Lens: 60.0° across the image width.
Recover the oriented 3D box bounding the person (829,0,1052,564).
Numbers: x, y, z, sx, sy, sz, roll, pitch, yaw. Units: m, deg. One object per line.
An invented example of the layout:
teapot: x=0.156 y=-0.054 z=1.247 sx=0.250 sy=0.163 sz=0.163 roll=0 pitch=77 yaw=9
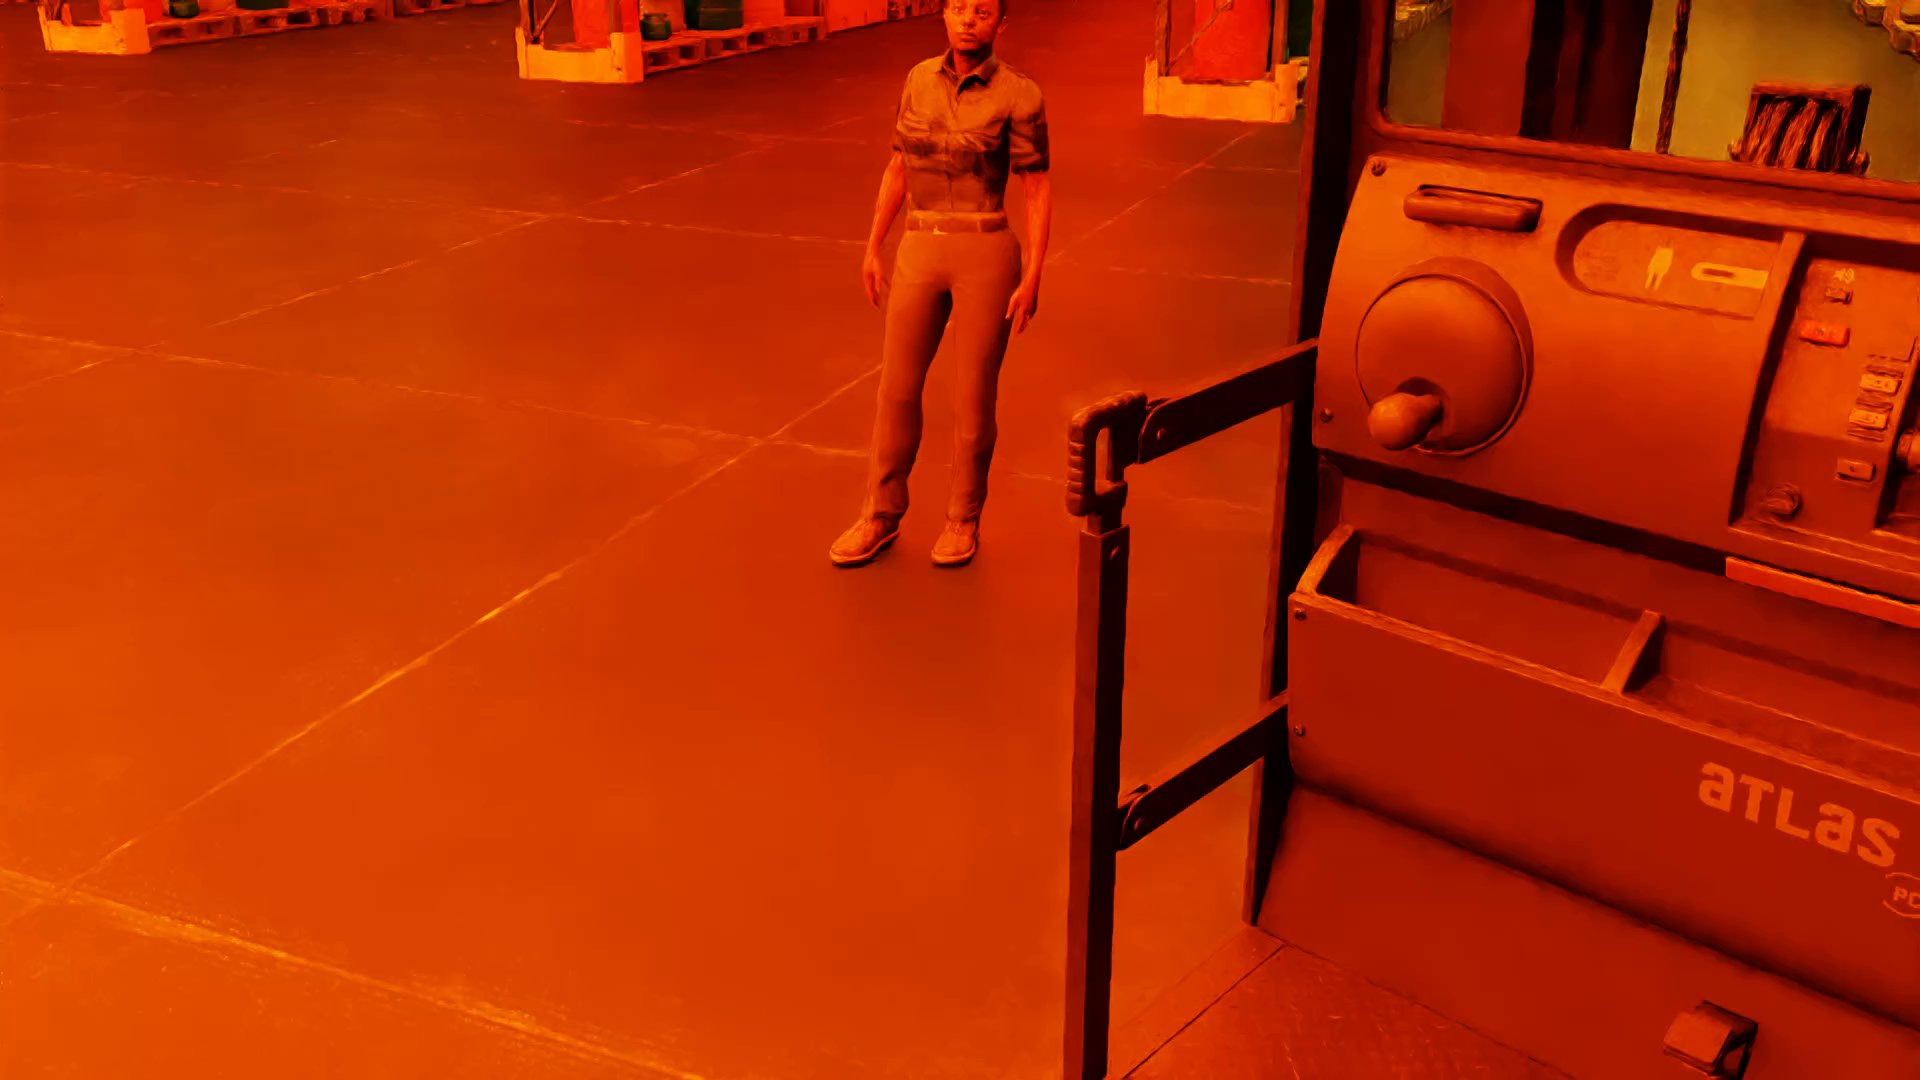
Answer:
person: x=-0.051 y=-0.742 z=4.703 sx=0.570 sy=1.654 sz=0.503 roll=9 pitch=24 yaw=21

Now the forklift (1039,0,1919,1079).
forklift: x=0.718 y=-0.207 z=1.788 sx=1.130 sy=2.935 sz=3.031 roll=19 pitch=29 yaw=38
